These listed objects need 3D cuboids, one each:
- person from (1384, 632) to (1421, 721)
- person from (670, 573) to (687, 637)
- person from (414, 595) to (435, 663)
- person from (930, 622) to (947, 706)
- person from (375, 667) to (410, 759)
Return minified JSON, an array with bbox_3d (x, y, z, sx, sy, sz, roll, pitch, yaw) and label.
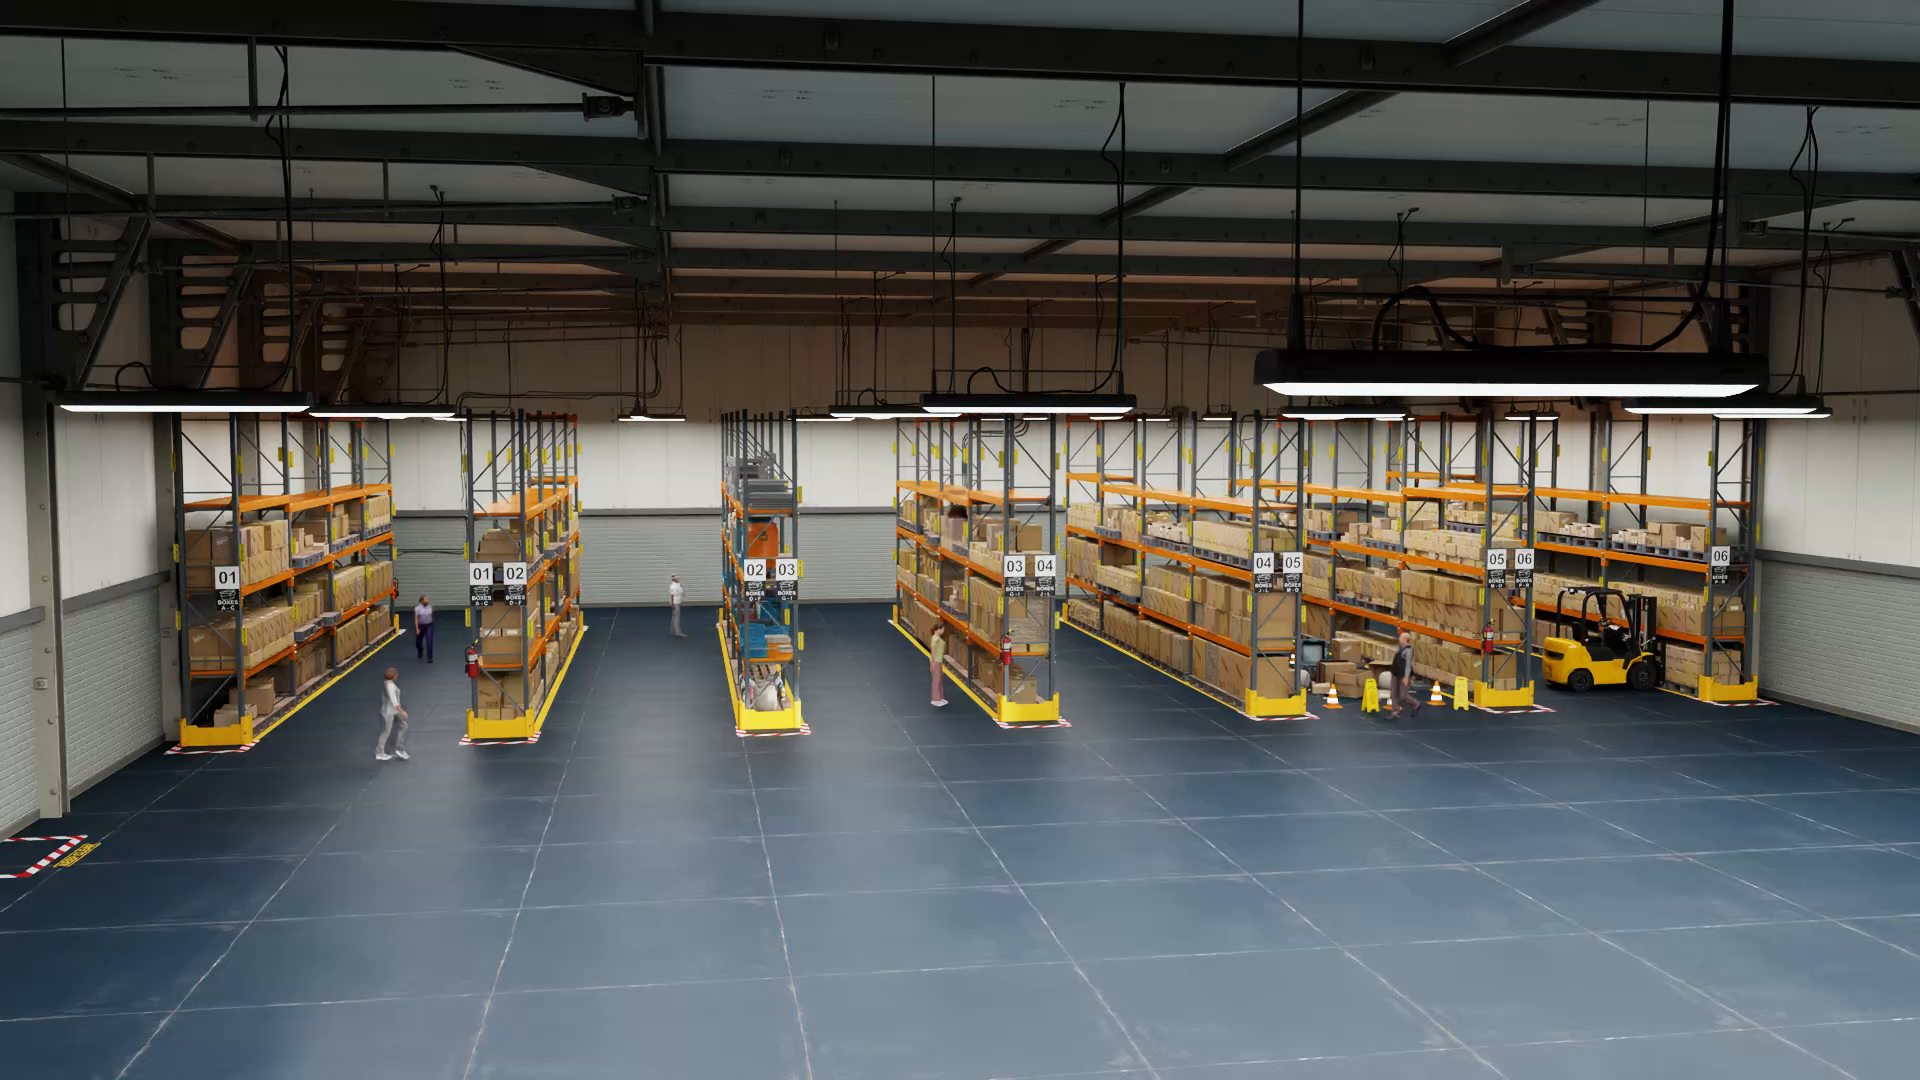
[{"bbox_3d":[8.548,2.630,32.000,0.672,1.711,0.528,-2,5,-32],"label":"person"},{"bbox_3d":[-7.615,1.747,44.999,0.492,1.711,0.478,0,4,4],"label":"person"},{"bbox_3d":[-12.839,2.120,39.911,0.459,1.615,0.665,-1,4,-13],"label":"person"},{"bbox_3d":[-0.441,2.584,33.940,0.361,1.542,0.548,0,4,3],"label":"person"},{"bbox_3d":[-9.660,2.958,28.232,0.578,1.619,0.418,-1,4,-8],"label":"person"}]
